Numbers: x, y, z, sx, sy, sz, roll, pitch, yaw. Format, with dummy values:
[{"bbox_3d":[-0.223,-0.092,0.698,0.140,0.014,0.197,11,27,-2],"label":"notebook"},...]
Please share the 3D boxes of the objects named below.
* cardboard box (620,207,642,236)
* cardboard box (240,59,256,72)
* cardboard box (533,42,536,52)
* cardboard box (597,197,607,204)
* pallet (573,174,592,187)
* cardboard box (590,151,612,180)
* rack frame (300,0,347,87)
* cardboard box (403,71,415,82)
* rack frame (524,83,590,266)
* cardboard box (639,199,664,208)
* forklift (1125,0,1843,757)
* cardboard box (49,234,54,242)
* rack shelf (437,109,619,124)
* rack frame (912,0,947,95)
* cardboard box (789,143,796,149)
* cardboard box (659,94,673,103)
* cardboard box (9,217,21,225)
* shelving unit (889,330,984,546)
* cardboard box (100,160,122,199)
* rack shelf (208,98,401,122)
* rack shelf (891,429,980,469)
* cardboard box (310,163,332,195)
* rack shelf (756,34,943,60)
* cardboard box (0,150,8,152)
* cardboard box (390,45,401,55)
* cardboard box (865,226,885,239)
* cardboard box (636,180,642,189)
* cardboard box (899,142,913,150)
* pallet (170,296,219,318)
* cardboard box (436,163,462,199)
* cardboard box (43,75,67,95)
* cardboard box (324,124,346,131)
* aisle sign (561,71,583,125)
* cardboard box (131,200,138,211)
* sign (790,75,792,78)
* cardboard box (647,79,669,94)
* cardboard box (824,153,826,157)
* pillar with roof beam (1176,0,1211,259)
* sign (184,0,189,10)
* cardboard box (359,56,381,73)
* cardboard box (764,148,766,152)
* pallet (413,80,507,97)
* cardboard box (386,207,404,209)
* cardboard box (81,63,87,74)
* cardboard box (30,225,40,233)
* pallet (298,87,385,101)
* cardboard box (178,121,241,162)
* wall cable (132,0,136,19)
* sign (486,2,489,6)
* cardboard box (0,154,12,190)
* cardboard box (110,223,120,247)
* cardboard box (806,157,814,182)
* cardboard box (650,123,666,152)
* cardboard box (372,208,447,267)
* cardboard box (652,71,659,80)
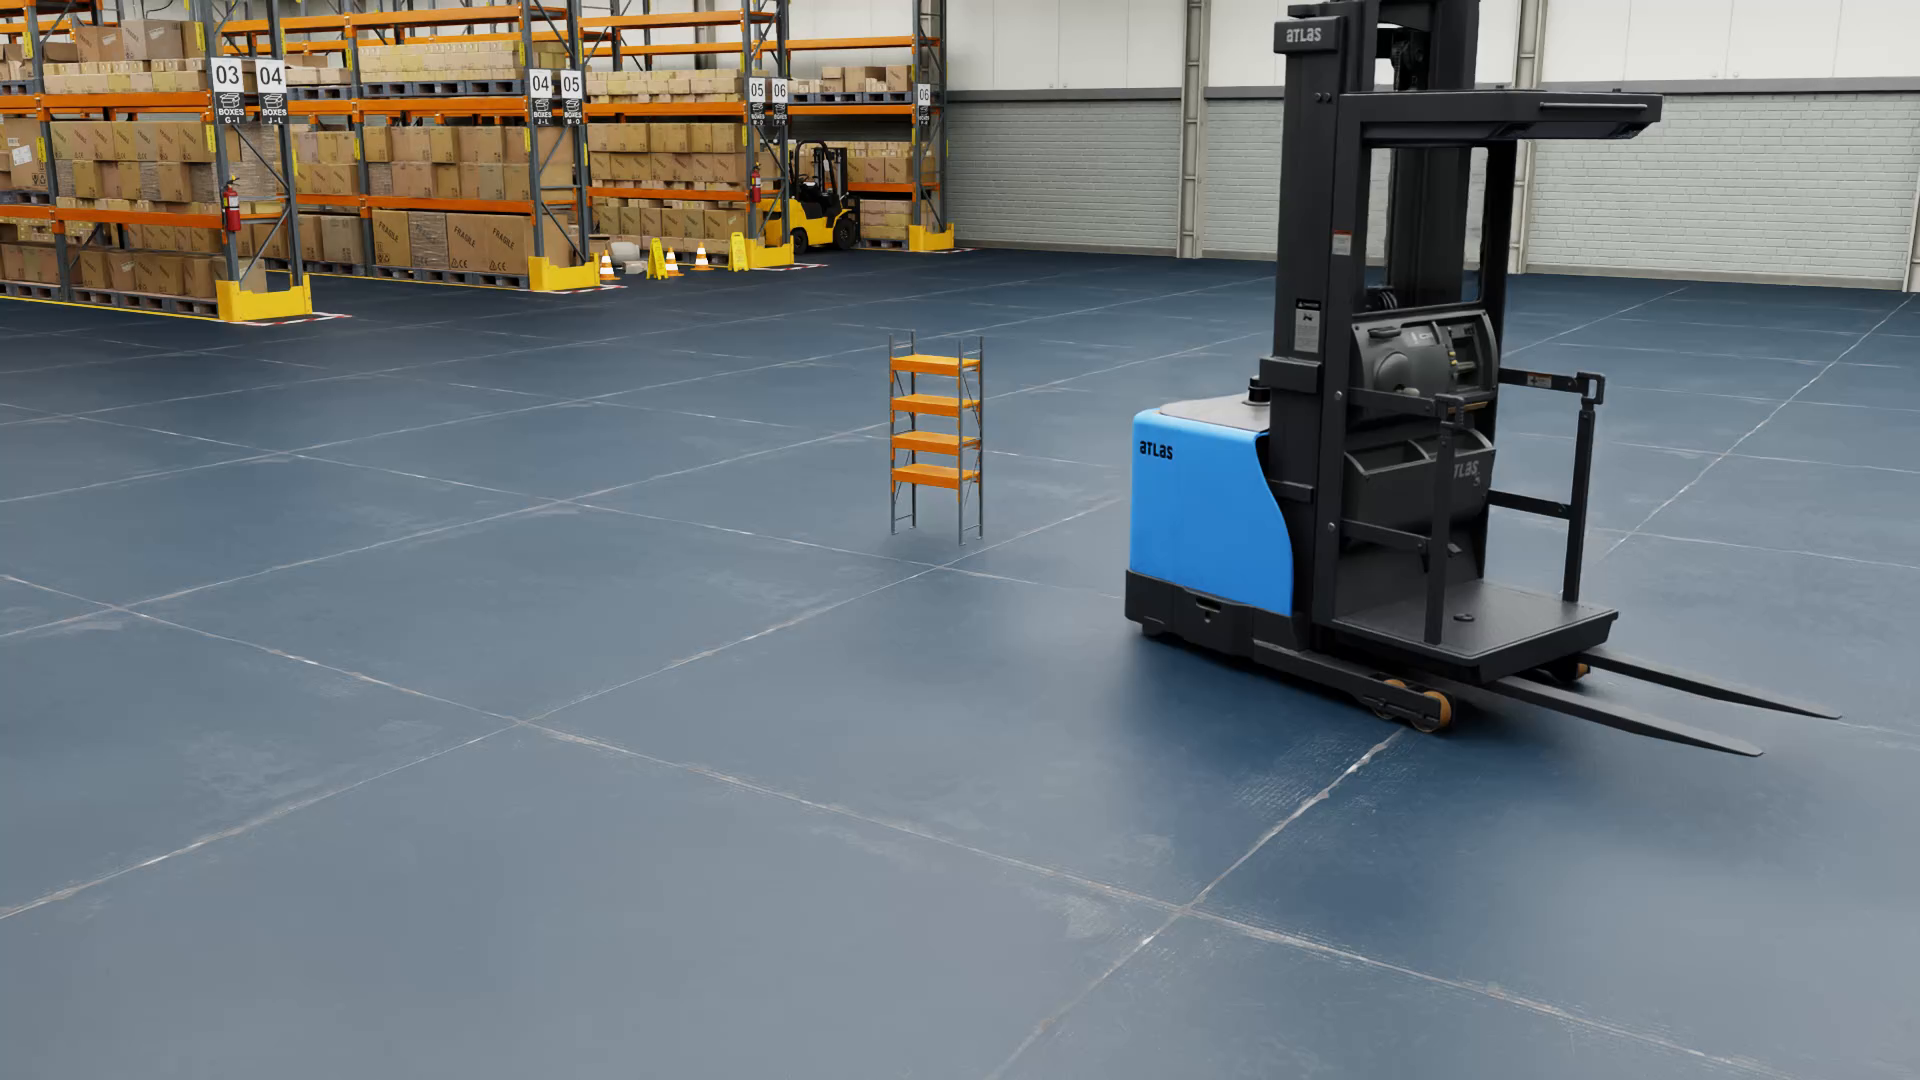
[{"bbox_3d":[-5.886,-5.873,30.594,0.500,0.500,0.500,10,17,35],"label":"cardboard box"},{"bbox_3d":[-8.987,-5.990,21.018,0.250,0.149,0.380,9,17,32],"label":"cardboard box"},{"bbox_3d":[-6.342,-7.421,25.098,0.250,0.149,0.380,9,17,33],"label":"cardboard box"},{"bbox_3d":[-8.023,-7.721,37.747,0.250,0.149,0.380,8,16,30],"label":"cardboard box"},{"bbox_3d":[-7.229,-6.881,31.776,1.213,0.211,1.003,9,17,33],"label":"pallet"},{"bbox_3d":[-6.466,-6.921,30.711,0.500,0.500,0.500,9,17,33],"label":"cardboard box"},{"bbox_3d":[-13.314,-10.827,34.835,0.127,3.000,1.000,9,17,33],"label":"rack frame"},{"bbox_3d":[-8.397,-7.176,25.766,0.250,0.149,0.380,9,16,32],"label":"cardboard box"},{"bbox_3d":[-6.036,-5.305,25.013,0.127,3.000,1.000,9,17,33],"label":"rack frame"},{"bbox_3d":[-5.614,-6.125,30.260,0.250,0.149,0.380,10,17,36],"label":"cardboard box"},{"bbox_3d":[2.109,-0.783,6.885,1.130,2.935,3.031,-11,18,-37],"label":"forklift"},{"bbox_3d":[-17.546,-5.907,32.500,0.250,0.149,0.380,10,17,34],"label":"cardboard box"},{"bbox_3d":[-8.335,-8.217,32.031,4.000,0.370,1.077,9,17,33],"label":"rack shelf"},{"bbox_3d":[-0.590,-10.208,32.334,0.127,3.000,1.000,9,17,33],"label":"rack frame"},{"bbox_3d":[-3.326,-8.189,34.485,0.250,0.149,0.380,9,16,32],"label":"cardboard box"},{"bbox_3d":[-5.108,-7.829,29.489,0.250,0.149,0.380,9,16,32],"label":"cardboard box"},{"bbox_3d":[-18.633,-6.350,33.052,0.250,0.149,0.380,9,17,33],"label":"cardboard box"},{"bbox_3d":[-0.137,-0.605,9.769,0.503,1.200,0.258,9,17,33],"label":"shelving unit"},{"bbox_3d":[-11.002,-4.866,22.409,0.500,0.500,0.875,9,17,33],"label":"cardboard box"},{"bbox_3d":[-11.014,-7.217,27.989,4.000,0.370,1.077,9,17,33],"label":"rack shelf"},{"bbox_3d":[-0.137,-0.539,9.785,0.480,0.148,0.258,9,17,33],"label":"rack shelf"},{"bbox_3d":[-10.356,-5.975,27.509,0.500,0.500,0.500,9,17,32],"label":"cardboard box"},{"bbox_3d":[-2.249,-9.933,33.552,4.000,0.370,1.077,9,17,33],"label":"rack shelf"},{"bbox_3d":[-18.635,-7.462,32.898,0.500,0.500,0.500,9,17,33],"label":"cardboard box"},{"bbox_3d":[-8.609,-7.597,25.808,0.250,0.149,0.380,9,16,32],"label":"cardboard box"},{"bbox_3d":[-1.563,-6.234,33.612,0.500,0.250,0.500,9,17,33],"label":"cardboard box"},{"bbox_3d":[-5.693,-6.492,30.327,0.250,0.149,0.380,9,17,33],"label":"cardboard box"},{"bbox_3d":[-1.005,-7.810,32.953,0.250,0.149,0.380,9,17,33],"label":"cardboard box"},{"bbox_3d":[-9.605,-3.103,21.917,1.213,0.211,1.003,9,17,33],"label":"pallet"},{"bbox_3d":[-7.695,-5.651,26.098,0.500,0.550,0.875,9,17,33],"label":"cardboard box"},{"bbox_3d":[-11.976,-6.138,22.447,0.500,0.250,0.500,8,16,31],"label":"cardboard box"},{"bbox_3d":[-13.431,-8.858,35.726,0.250,0.149,0.380,9,16,32],"label":"cardboard box"},{"bbox_3d":[-5.809,-6.618,24.904,0.004,0.787,0.394,9,17,33],"label":"aisle sign"},{"bbox_3d":[-10.711,-4.433,22.010,0.250,0.149,0.380,9,17,33],"label":"cardboard box"},{"bbox_3d":[-3.600,-9.689,35.238,0.005,0.325,0.100,9,17,33],"label":"sign"},{"bbox_3d":[-5.202,-8.052,29.559,0.500,0.250,0.500,9,17,33],"label":"cardboard box"},{"bbox_3d":[-2.745,-7.923,34.031,0.250,0.149,0.380,9,16,31],"label":"cardboard box"},{"bbox_3d":[1.912,-8.818,26.719,0.400,9.000,9.100,9,17,33],"label":"pillar with roof beam"},{"bbox_3d":[-16.948,-11.784,36.427,0.005,0.325,0.100,9,17,33],"label":"sign"},{"bbox_3d":[-9.105,-7.500,26.249,0.500,0.250,0.500,9,17,33],"label":"cardboard box"},{"bbox_3d":[-4.316,-8.198,35.138,0.250,0.149,0.380,10,17,35],"label":"cardboard box"},{"bbox_3d":[-7.673,-6.979,25.717,1.213,0.211,1.003,9,17,33],"label":"pallet"},{"bbox_3d":[-11.260,-6.781,34.521,0.875,0.875,0.875,9,17,33],"label":"cardboard box"},{"bbox_3d":[-11.409,-6.251,22.073,0.250,0.149,0.380,10,17,34],"label":"cardboard box"},{"bbox_3d":[-18.147,-6.158,32.898,0.250,0.149,0.380,8,16,30],"label":"cardboard box"},{"bbox_3d":[-10.143,-7.318,27.299,1.217,0.209,0.805,8,16,31],"label":"pallet"},{"bbox_3d":[-9.482,-5.033,21.004,0.500,0.500,0.500,9,17,33],"label":"cardboard box"},{"bbox_3d":[-21.088,-12.220,40.461,0.029,3.000,2.355,9,17,33],"label":"wall cable"},{"bbox_3d":[-10.865,-12.204,38.286,0.005,0.325,0.100,9,17,33],"label":"sign"},{"bbox_3d":[-13.697,-5.334,24.041,0.637,0.503,0.797,11,18,38],"label":"cardboard box"},{"bbox_3d":[-15.528,-5.753,31.150,0.500,0.500,0.500,10,17,35],"label":"cardboard box"},{"bbox_3d":[-2.824,-7.635,34.217,0.500,0.500,0.500,9,17,32],"label":"cardboard box"},{"bbox_3d":[-5.135,-7.221,29.843,0.500,0.500,0.700,9,17,32],"label":"cardboard box"},{"bbox_3d":[-8.872,-4.916,26.988,0.875,0.875,0.875,9,17,34],"label":"cardboard box"},{"bbox_3d":[-5.261,-8.264,29.586,0.250,0.149,0.380,10,17,34],"label":"cardboard box"}]
